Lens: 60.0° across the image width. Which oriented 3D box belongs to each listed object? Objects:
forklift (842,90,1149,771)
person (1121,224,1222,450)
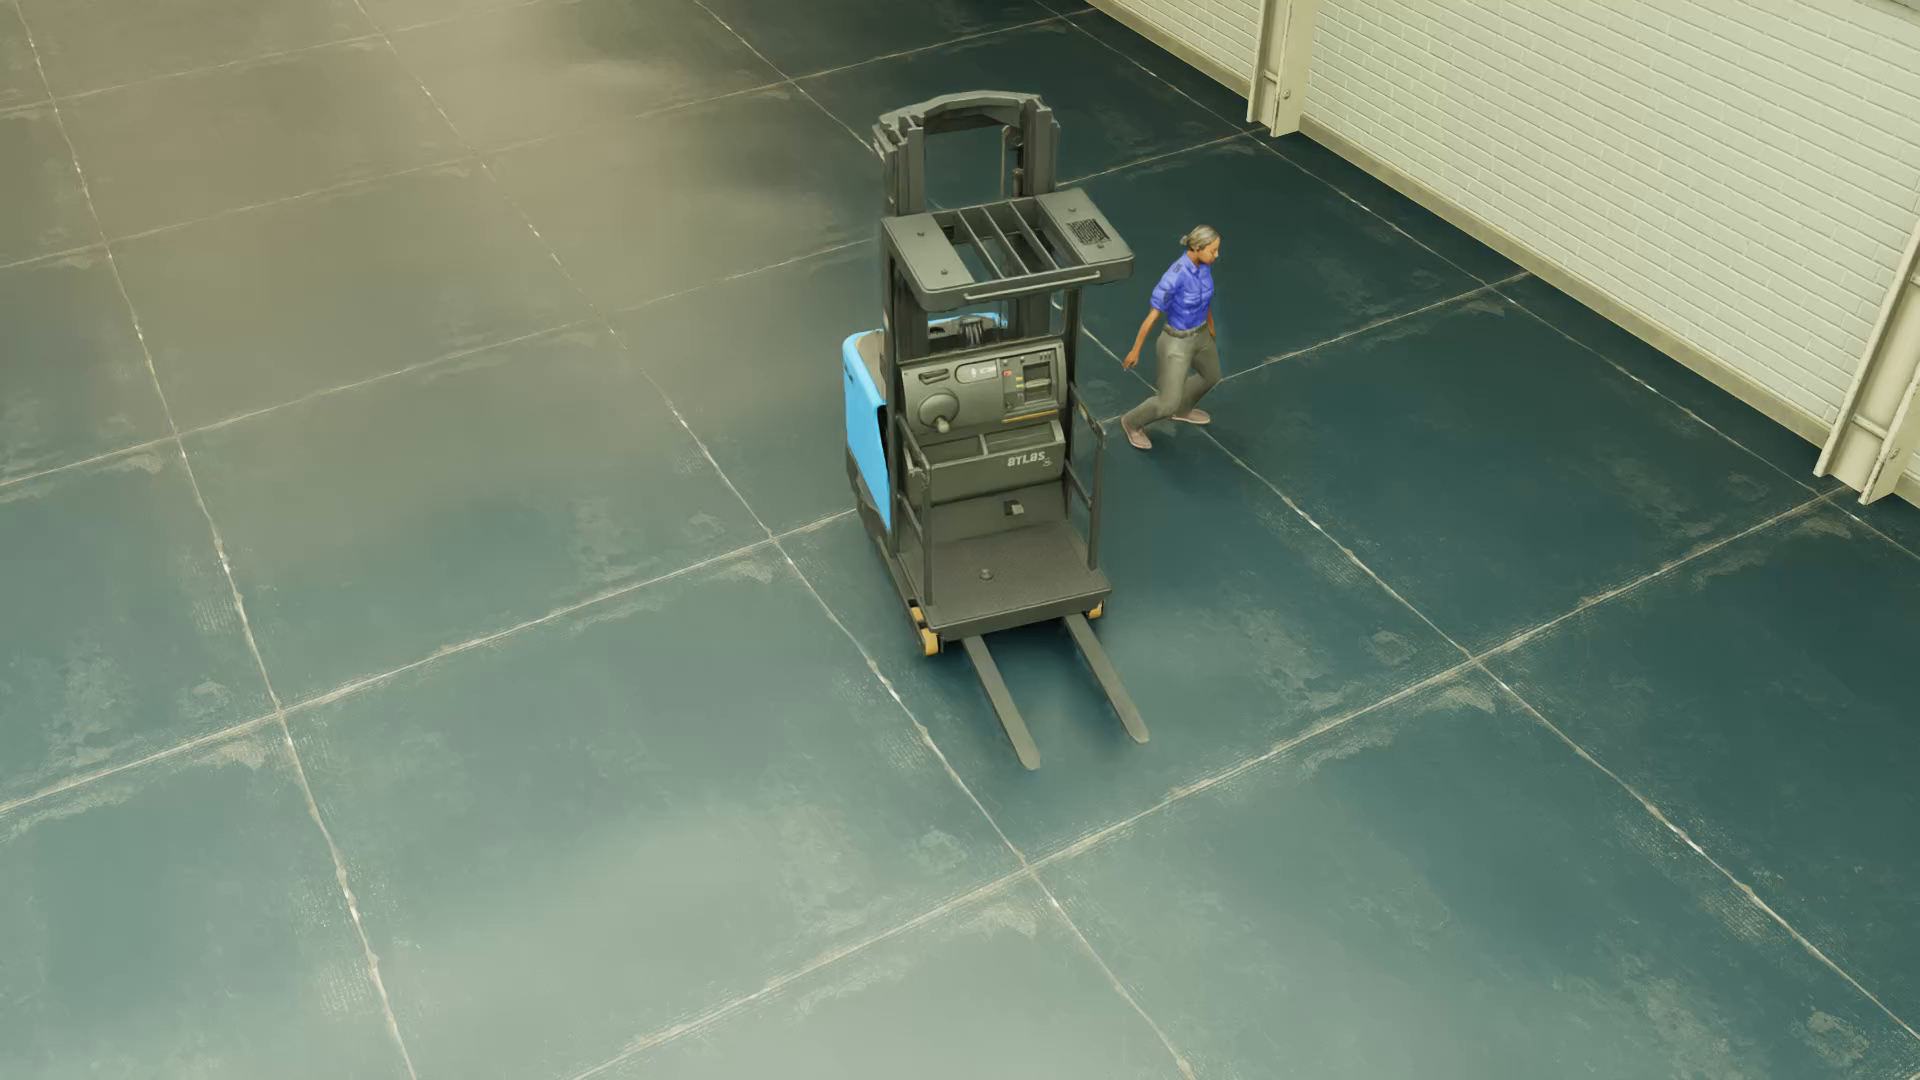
[{"bbox_3d":[0.206,-0.756,8.948,1.130,2.935,3.031,-12,41,-14],"label":"forklift"},{"bbox_3d":[1.353,-1.296,10.677,0.789,1.570,0.461,-32,49,-33],"label":"person"}]
